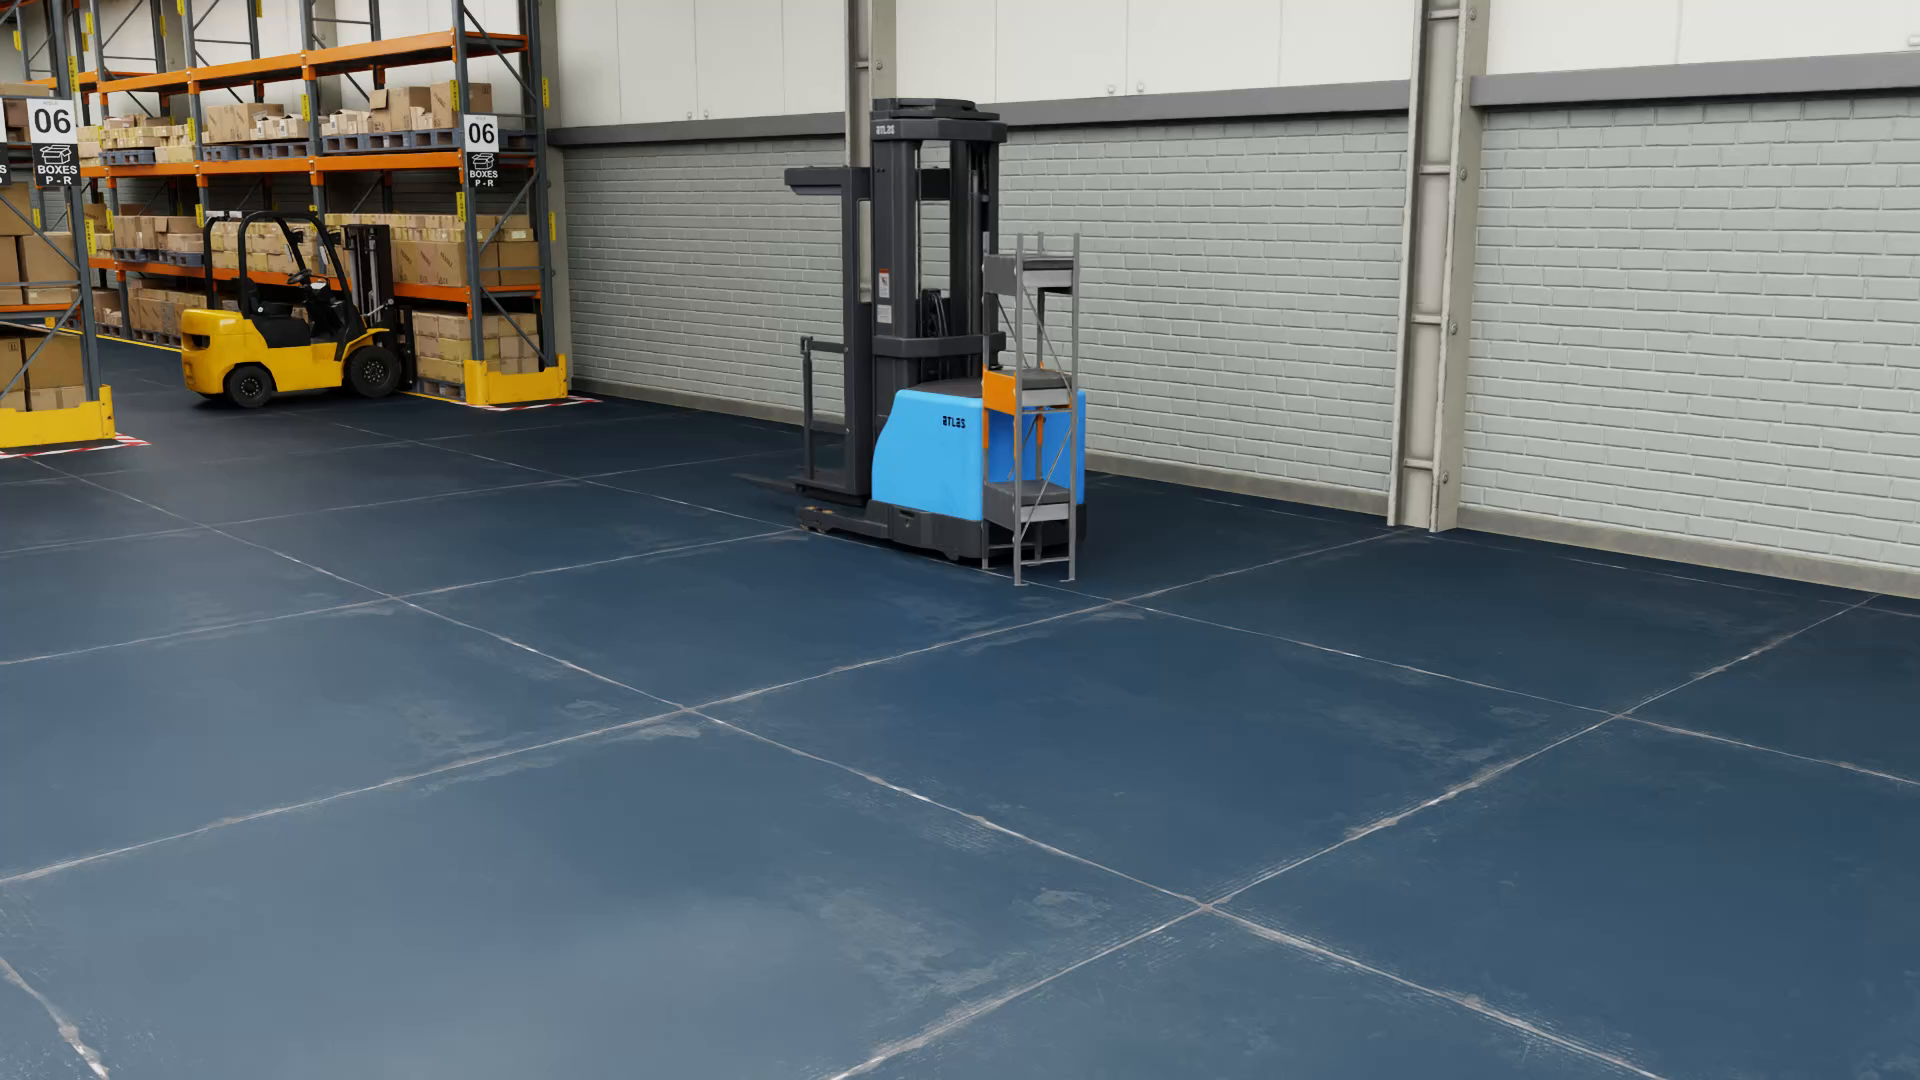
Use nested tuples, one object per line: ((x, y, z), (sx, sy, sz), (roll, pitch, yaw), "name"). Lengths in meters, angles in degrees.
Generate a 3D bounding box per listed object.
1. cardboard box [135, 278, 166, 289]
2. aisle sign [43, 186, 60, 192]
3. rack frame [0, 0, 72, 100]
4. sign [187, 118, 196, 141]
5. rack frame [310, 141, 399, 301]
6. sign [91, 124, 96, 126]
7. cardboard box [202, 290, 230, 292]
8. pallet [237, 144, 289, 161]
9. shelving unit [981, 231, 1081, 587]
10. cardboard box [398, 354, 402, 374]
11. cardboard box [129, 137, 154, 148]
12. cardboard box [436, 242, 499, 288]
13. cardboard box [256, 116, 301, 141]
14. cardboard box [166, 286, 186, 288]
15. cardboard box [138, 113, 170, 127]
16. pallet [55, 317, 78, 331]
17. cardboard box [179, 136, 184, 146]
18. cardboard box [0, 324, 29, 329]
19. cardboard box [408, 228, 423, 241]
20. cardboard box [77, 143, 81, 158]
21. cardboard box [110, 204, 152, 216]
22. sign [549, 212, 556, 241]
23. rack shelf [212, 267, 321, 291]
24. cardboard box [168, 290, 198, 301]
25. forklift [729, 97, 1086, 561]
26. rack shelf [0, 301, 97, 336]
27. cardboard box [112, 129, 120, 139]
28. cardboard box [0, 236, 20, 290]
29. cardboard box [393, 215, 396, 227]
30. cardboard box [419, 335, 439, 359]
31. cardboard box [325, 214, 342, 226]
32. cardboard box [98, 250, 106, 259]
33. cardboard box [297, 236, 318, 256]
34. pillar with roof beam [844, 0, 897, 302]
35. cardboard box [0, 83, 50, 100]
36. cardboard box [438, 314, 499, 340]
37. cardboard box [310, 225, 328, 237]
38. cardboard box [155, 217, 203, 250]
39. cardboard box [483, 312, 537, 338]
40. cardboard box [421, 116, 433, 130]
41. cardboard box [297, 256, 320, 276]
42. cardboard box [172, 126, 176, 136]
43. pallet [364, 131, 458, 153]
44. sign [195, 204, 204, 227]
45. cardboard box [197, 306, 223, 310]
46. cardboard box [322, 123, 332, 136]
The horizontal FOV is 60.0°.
((-13.163, -4.171, 27.034), (0.250, 0.149, 0.380), (11, 16, 42), "cardboard box")
((-16.454, -6.673, 29.927), (0.394, 0.787, 0.004), (-11, 16, -43), "aisle sign")
((-8.733, -5.342, 15.040), (1.000, 3.000, 0.127), (-11, 16, -43), "rack frame")
((-11.064, -5.911, 23.952), (0.100, 0.325, 0.005), (-11, 16, -43), "sign")
((-7.908, -3.680, 21.839), (1.000, 3.000, 0.127), (-11, 16, -43), "rack frame")
((-15.780, -7.408, 30.308), (0.100, 0.325, 0.005), (-11, 16, -43), "sign")
((-11.737, -3.863, 26.277), (0.380, 0.149, 0.250), (-11, 16, -42), "cardboard box")
((-9.362, -5.391, 23.178), (1.003, 0.211, 1.213), (-10, 15, -40), "pallet")
((0.422, -0.806, 10.120), (0.431, 2.100, 0.503), (-5, 13, -22), "shelving unit")
((-6.749, -2.200, 20.431), (0.500, 0.250, 0.500), (-10, 15, -41), "cardboard box")
((-12.638, -6.162, 25.787), (0.380, 0.149, 0.250), (-10, 16, -41), "cardboard box")
((-5.675, -3.180, 19.166), (0.500, 0.500, 0.500), (-11, 16, -44), "cardboard box")
((-9.114, -5.544, 22.384), (0.500, 0.311, 0.500), (11, 16, 43), "cardboard box")
((-12.970, -4.133, 27.584), (0.250, 0.149, 0.380), (11, 16, 43), "cardboard box")
((-12.965, -6.728, 26.769), (0.396, 0.266, 0.258), (-11, 16, -43), "cardboard box")
((-15.591, -3.938, 30.003), (1.003, 0.211, 1.213), (-11, 16, -43), "pallet")
((-11.417, -5.955, 24.833), (0.380, 0.149, 0.250), (-10, 16, -41), "cardboard box")
((-10.187, -2.017, 17.681), (0.500, 0.500, 0.500), (-10, 15, -40), "cardboard box")
((-6.302, -3.624, 19.712), (0.250, 0.149, 0.380), (11, 16, 43), "cardboard box")
((-14.659, -6.575, 28.092), (0.500, 0.250, 0.500), (-10, 16, -41), "cardboard box")
((-14.268, -5.541, 28.650), (0.500, 0.500, 0.500), (11, 16, 44), "cardboard box")
((-4.740, -3.635, 19.281), (0.100, 0.325, 0.005), (-11, 16, -43), "sign")
((-9.289, -3.619, 23.328), (1.077, 0.370, 4.000), (-11, 16, -43), "rack shelf")
((-12.223, -3.840, 26.162), (0.380, 0.149, 0.250), (-11, 16, -42), "cardboard box")
((-0.515, -1.539, 11.617), (1.130, 2.935, 3.031), (-10, 15, -41), "forklift")
((-10.114, -2.343, 17.135), (1.077, 0.370, 4.000), (-11, 16, -43), "rack shelf")
((-13.163, -6.417, 26.288), (0.380, 0.149, 0.250), (-11, 16, -44), "cardboard box")
((-9.307, -2.639, 15.803), (0.500, 0.500, 0.500), (-11, 16, -44), "cardboard box")
((-6.609, -3.854, 20.093), (0.380, 0.149, 0.250), (-11, 16, -42), "cardboard box")
((-6.046, -2.302, 19.686), (0.500, 0.250, 0.500), (-11, 16, -43), "cardboard box")
((-7.902, -4.104, 21.307), (0.380, 0.149, 0.250), (-10, 16, -41), "cardboard box")
((-14.228, -4.805, 27.924), (0.380, 0.149, 0.250), (-10, 16, -41), "cardboard box")
((-8.432, -3.887, 21.978), (0.500, 0.250, 0.500), (-11, 16, -44), "cardboard box")
((-3.945, -4.786, 12.341), (9.100, 9.000, 0.400), (-11, 16, -43), "pillar with roof beam")
((-8.831, -4.221, 15.677), (0.380, 0.149, 0.250), (-11, 16, -43), "cardboard box")
((-5.689, -2.468, 19.255), (0.500, 0.250, 0.500), (-10, 15, -41), "cardboard box")
((-8.304, -4.065, 21.855), (0.380, 0.149, 0.250), (-10, 15, -41), "cardboard box")
((-11.931, -4.732, 25.651), (0.637, 0.503, 0.797), (11, 16, 44), "cardboard box")
((-5.341, -2.541, 19.608), (0.500, 0.250, 0.500), (-11, 16, -43), "cardboard box")
((-5.937, -4.775, 19.057), (0.250, 0.149, 0.380), (11, 16, 44), "cardboard box")
((-8.445, -3.643, 22.034), (0.500, 0.250, 0.500), (-10, 16, -41), "cardboard box")
((-11.592, -6.137, 24.978), (0.380, 0.149, 0.250), (-11, 16, -43), "cardboard box")
((-6.462, -4.807, 20.094), (1.003, 0.211, 1.213), (-11, 16, -43), "pallet")
((-11.056, -4.715, 24.190), (0.100, 0.325, 0.005), (-11, 16, -43), "sign")
((-11.118, -3.277, 25.036), (0.500, 0.500, 0.500), (-10, 15, -41), "cardboard box")
((-7.818, -5.173, 20.986), (0.380, 0.149, 0.250), (-10, 16, -41), "cardboard box")
